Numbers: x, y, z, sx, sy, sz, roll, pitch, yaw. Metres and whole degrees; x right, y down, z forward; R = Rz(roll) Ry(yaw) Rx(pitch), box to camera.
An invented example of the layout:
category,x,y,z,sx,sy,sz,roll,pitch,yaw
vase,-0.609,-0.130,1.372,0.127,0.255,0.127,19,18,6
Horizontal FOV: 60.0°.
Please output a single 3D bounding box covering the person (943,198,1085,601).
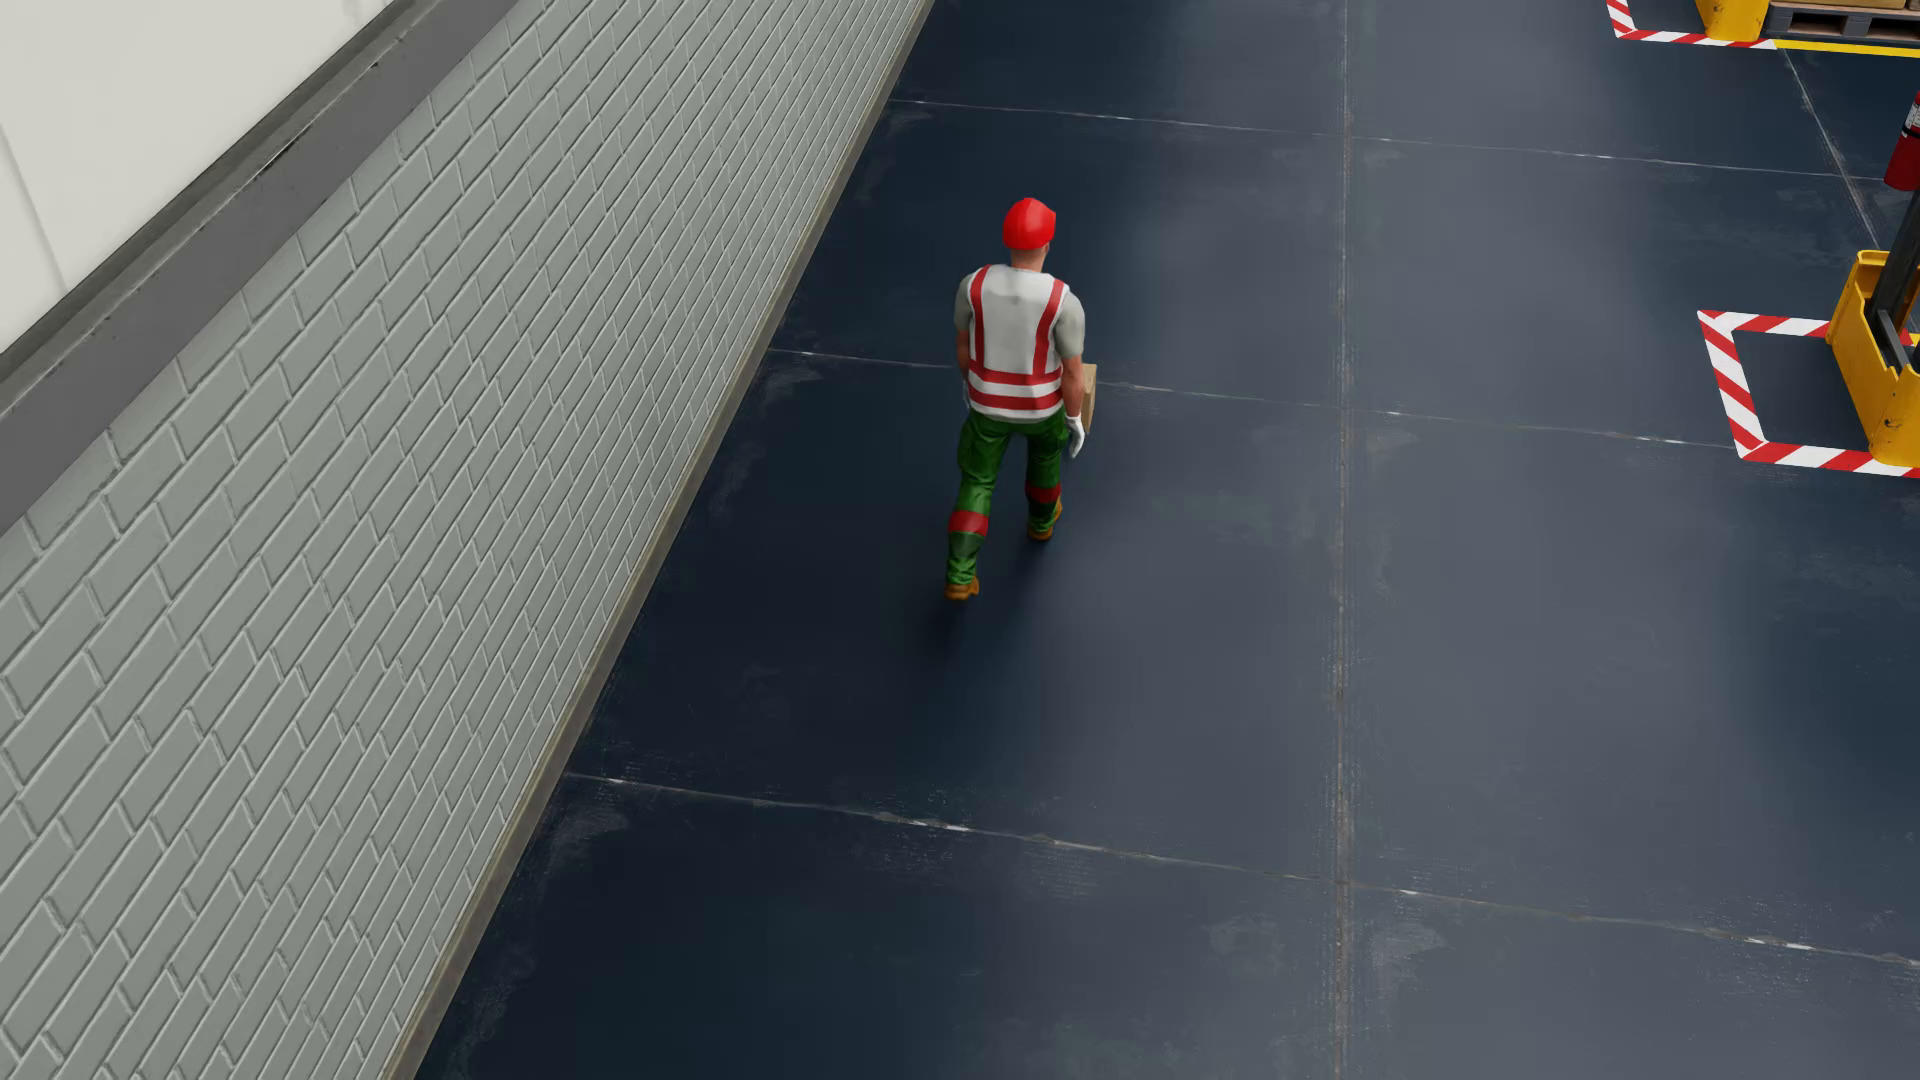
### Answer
category,x,y,z,sx,sy,sz,roll,pitch,yaw
person,0.239,-0.549,6.796,0.565,1.756,0.986,8,41,9
